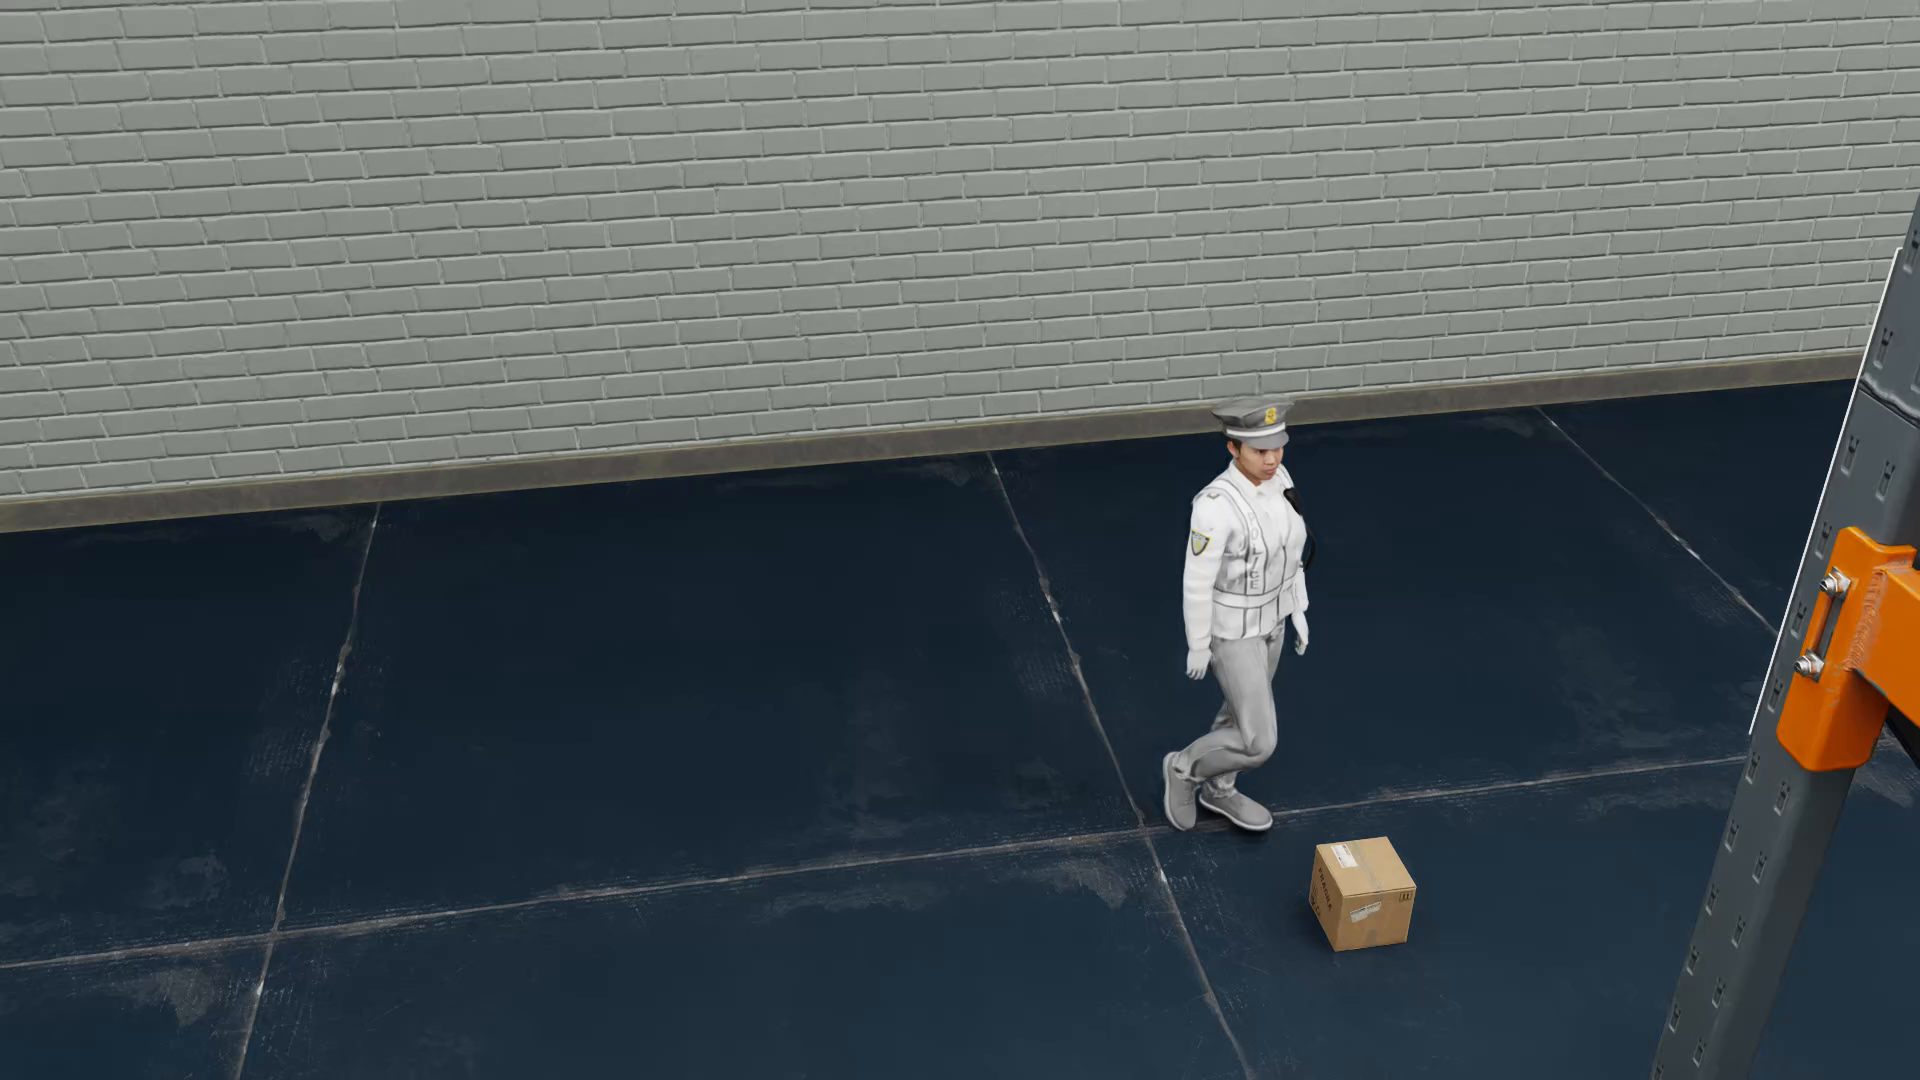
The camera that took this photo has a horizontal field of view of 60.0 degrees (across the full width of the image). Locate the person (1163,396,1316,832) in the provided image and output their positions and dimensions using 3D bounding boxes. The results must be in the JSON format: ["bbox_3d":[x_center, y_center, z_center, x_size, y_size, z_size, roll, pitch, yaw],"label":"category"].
[{"bbox_3d":[0.974,0.288,5.576,0.435,1.678,0.495,22,37,32],"label":"person"}]
